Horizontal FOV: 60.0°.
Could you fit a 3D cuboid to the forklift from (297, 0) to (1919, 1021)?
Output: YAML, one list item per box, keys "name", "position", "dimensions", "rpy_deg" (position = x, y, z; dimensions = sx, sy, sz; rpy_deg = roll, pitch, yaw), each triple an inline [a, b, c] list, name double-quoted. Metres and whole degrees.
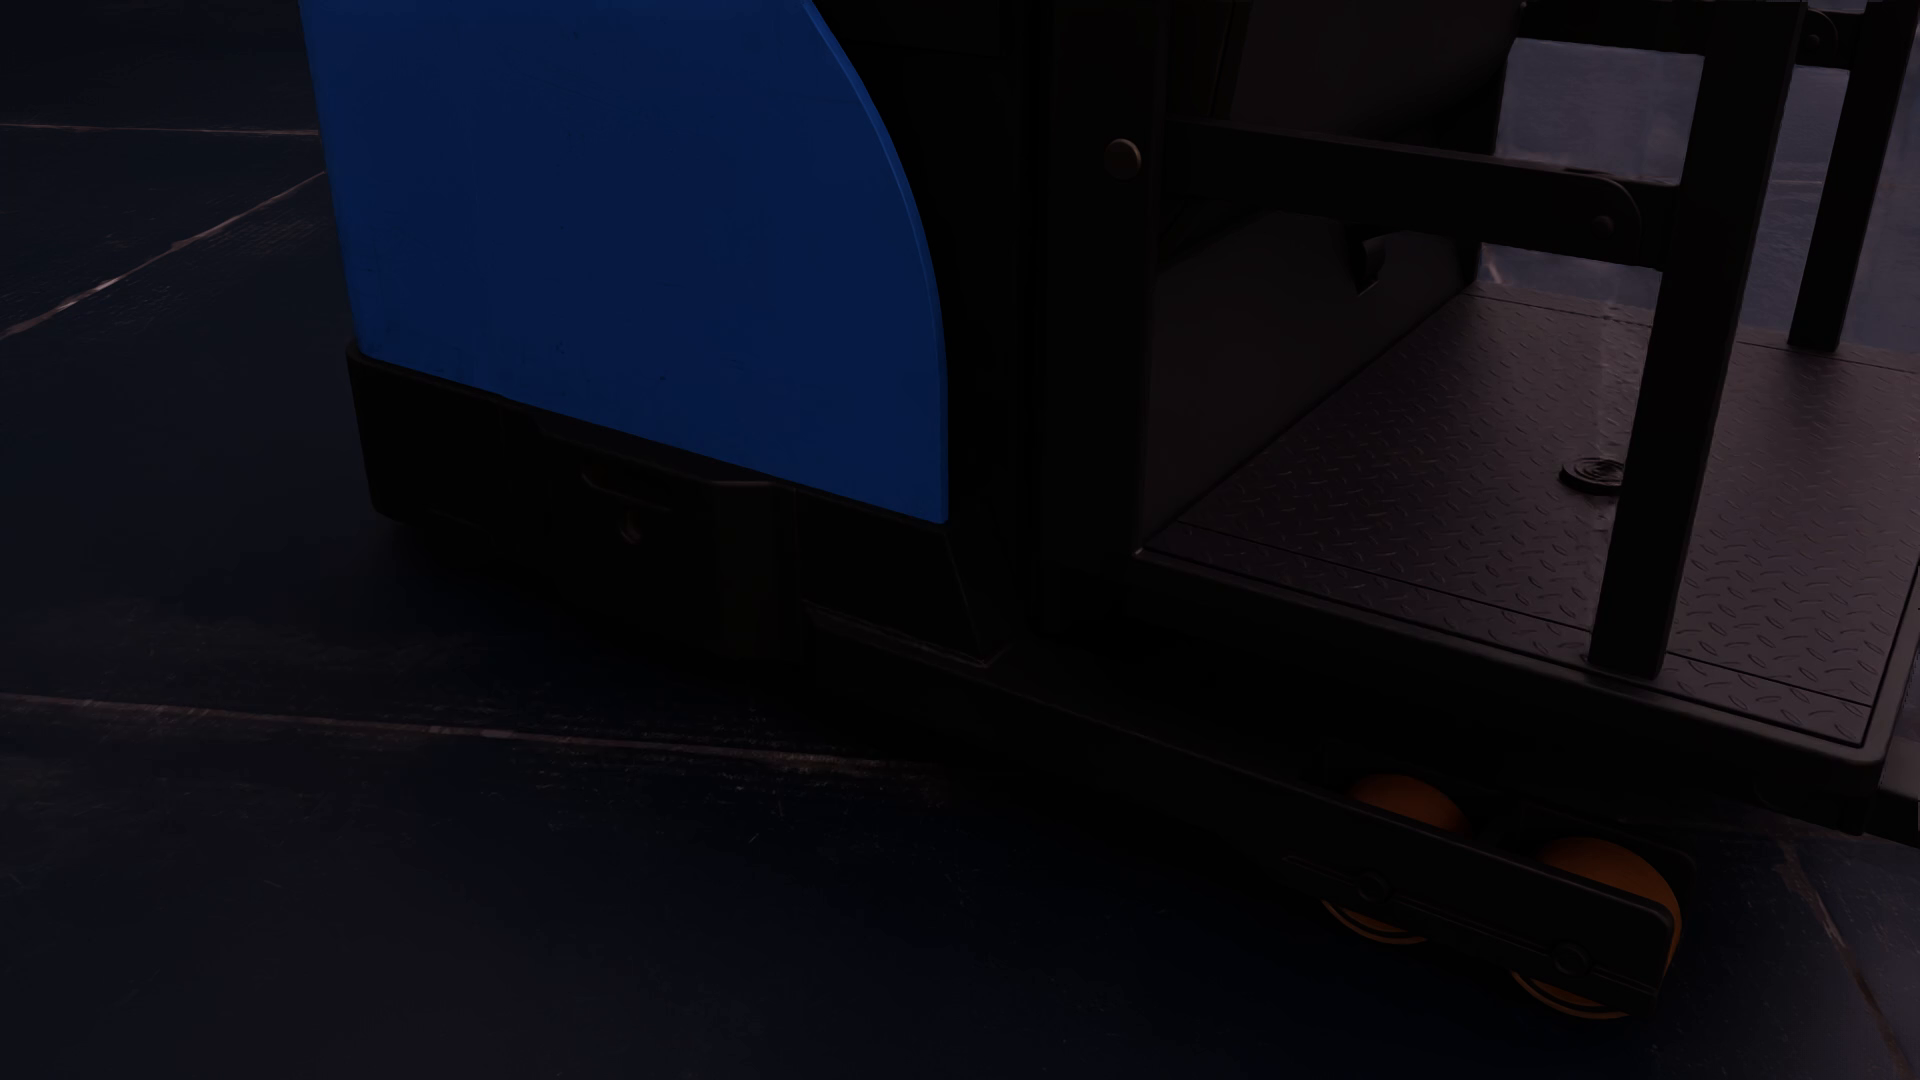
- name: "forklift"
  position: [0.639, -1.128, 1.477]
  dimensions: [3.031, 2.935, 1.130]
  rpy_deg: [16, 31, 30]
